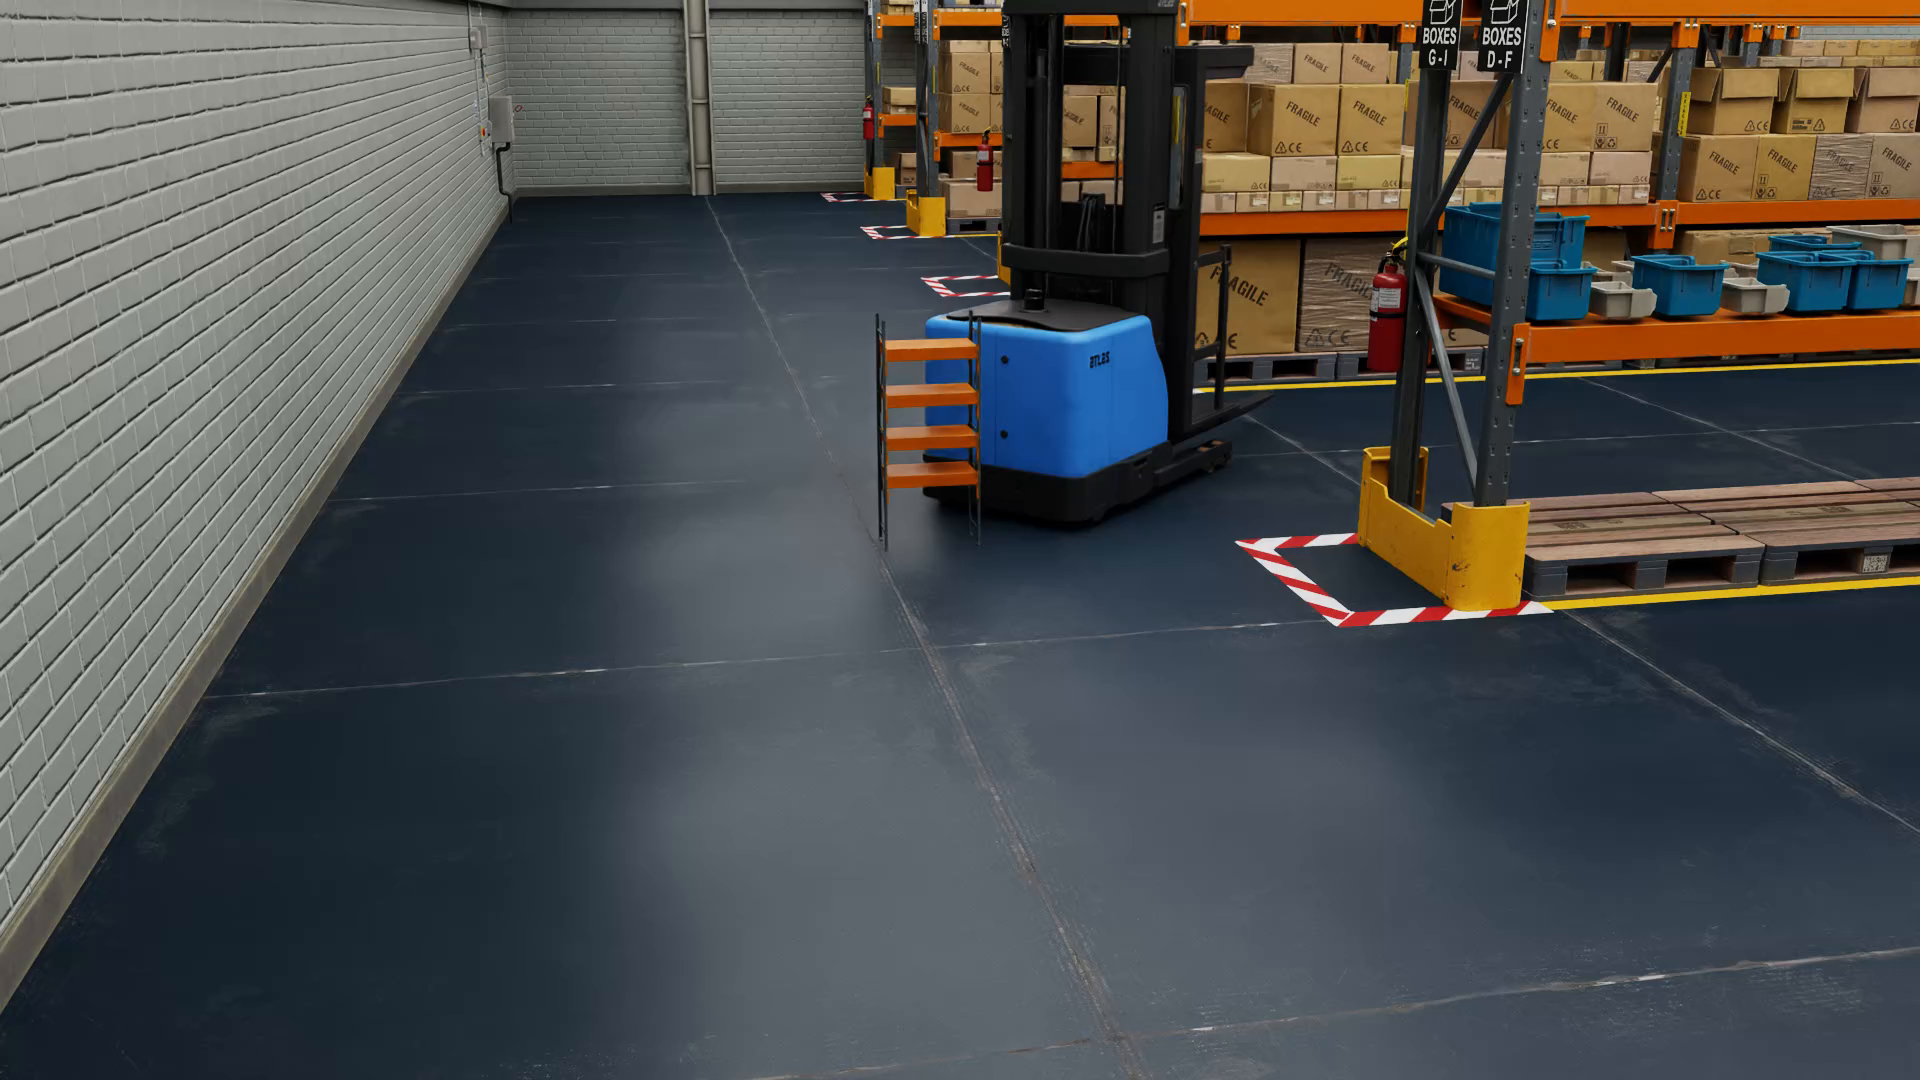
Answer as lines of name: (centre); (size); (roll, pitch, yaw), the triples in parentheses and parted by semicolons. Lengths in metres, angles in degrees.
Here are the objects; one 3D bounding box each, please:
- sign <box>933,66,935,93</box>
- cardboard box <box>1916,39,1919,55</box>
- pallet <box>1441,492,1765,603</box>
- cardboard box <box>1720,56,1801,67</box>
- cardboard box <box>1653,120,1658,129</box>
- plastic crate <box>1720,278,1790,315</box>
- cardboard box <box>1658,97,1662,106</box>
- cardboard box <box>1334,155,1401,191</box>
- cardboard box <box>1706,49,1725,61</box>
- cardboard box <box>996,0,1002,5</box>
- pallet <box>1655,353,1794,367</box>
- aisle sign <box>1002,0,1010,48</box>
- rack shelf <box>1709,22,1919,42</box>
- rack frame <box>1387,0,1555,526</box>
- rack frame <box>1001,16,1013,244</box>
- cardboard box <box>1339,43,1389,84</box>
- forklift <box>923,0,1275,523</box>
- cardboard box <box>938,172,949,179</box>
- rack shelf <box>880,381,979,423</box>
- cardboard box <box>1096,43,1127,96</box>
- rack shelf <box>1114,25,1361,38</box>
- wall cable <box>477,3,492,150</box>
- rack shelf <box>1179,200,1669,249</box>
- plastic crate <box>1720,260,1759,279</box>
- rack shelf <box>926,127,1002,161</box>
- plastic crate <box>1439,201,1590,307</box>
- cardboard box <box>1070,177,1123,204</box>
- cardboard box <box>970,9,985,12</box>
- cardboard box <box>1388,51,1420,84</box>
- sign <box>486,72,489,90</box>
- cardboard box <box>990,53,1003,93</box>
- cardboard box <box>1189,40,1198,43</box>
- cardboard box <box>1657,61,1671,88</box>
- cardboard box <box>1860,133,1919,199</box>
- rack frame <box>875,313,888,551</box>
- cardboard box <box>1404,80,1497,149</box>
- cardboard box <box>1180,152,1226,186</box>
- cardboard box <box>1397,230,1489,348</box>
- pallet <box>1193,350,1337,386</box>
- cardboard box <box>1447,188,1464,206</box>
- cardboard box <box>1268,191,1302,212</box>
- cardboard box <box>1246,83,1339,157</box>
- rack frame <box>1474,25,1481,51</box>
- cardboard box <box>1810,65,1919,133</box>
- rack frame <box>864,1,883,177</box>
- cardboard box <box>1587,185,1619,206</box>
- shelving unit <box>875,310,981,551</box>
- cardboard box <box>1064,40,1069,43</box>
sign: (-0.336, -5.857, 21.161); (0.005, 0.325, 0.100); (-3, 17, -10)
cardboard box: (13.834, -6.949, 23.947); (0.500, 0.500, 0.700); (-3, 17, -11)
pallet: (3.201, 0.018, 8.395); (1.213, 0.211, 1.003); (-3, 17, -10)
cardboard box: (8.900, -5.137, 18.556); (0.500, 0.500, 0.700); (-3, 17, -11)
cardboard box: (7.318, -4.470, 17.967); (0.250, 0.149, 0.380); (-3, 17, -11)
plastic crate: (3.685, -1.134, 7.741); (0.298, 0.136, 0.250); (-3, 17, -10)
cardboard box: (7.559, -4.767, 17.923); (0.250, 0.149, 0.380); (-3, 17, -9)
cardboard box: (2.970, -2.786, 12.521); (0.500, 0.250, 0.500); (-4, 17, -12)
cardboard box: (10.818, -7.010, 24.029); (0.250, 0.149, 0.380); (-3, 17, -11)
cardboard box: (0.610, -8.541, 26.150); (0.500, 0.250, 0.500); (-4, 17, -11)
pallet: (6.115, -1.663, 13.866); (1.213, 0.211, 1.003); (-3, 17, -10)
aisle sign: (0.474, -5.469, 17.081); (0.004, 0.787, 0.394); (-3, 17, -10)
rack shelf: (10.421, -5.791, 18.673); (4.000, 0.370, 1.077); (-3, 17, -10)
rack frame: (2.384, -1.281, 7.872); (0.127, 3.000, 1.000); (-3, 17, -10)
rack frame: (0.603, -4.144, 17.194); (0.127, 3.000, 1.000); (-3, 17, -10)
cardboard box: (4.120, -4.930, 17.376); (0.500, 0.500, 0.500); (-4, 17, -12)
forklift: (1.027, -1.872, 9.916); (1.130, 2.935, 3.031); (11, 20, 32)
cardboard box: (-0.338, -5.853, 26.899); (0.250, 0.149, 0.380); (-4, 18, -13)
rack shelf: (-0.163, -0.714, 8.560); (0.480, 0.148, 0.258); (-3, 17, -10)
cardboard box: (1.588, -4.790, 16.919); (0.500, 0.500, 0.500); (-3, 17, -9)
rack shelf: (4.510, -8.420, 27.233); (4.000, 0.370, 1.077); (-3, 17, -10)
wall cable: (-6.248, -6.138, 21.957); (0.122, 1.984, 0.588); (-3, 17, -10)
rack shelf: (3.408, -2.476, 12.989); (4.000, 0.370, 1.077); (-3, 17, -10)
plastic crate: (3.994, -1.337, 8.403); (0.250, 0.136, 0.298); (-3, 17, -10)
rack shelf: (1.528, -5.333, 22.290); (4.000, 0.370, 1.077); (-3, 17, -10)
plastic crate: (2.677, -1.399, 8.094); (0.499, 0.435, 0.616); (-3, 17, -10)
cardboard box: (1.976, -4.710, 22.686); (0.875, 0.438, 0.875); (-4, 17, -12)
cardboard box: (0.235, -8.324, 26.124); (0.250, 0.149, 0.380); (-3, 17, -11)
cardboard box: (5.970, -6.376, 22.587); (0.500, 0.500, 0.500); (-3, 17, -10)
sign: (-6.416, -6.225, 22.565); (0.001, 0.242, 0.339); (-3, 17, -10)
cardboard box: (0.596, -6.066, 21.580); (0.500, 0.500, 0.500); (-4, 17, -12)
cardboard box: (2.970, -6.532, 21.990); (0.250, 0.149, 0.380); (-3, 17, -9)
cardboard box: (9.942, -6.477, 23.400); (0.500, 0.500, 0.500); (-3, 17, -9)
cardboard box: (7.362, -3.019, 13.361); (0.500, 0.500, 0.500); (-3, 17, -9)
rack frame: (-0.402, -0.551, 8.561); (0.015, 1.200, 0.240); (-3, 17, -10)
cardboard box: (3.858, -3.352, 13.087); (0.500, 0.500, 0.500); (-4, 17, -12)
cardboard box: (1.870, -2.882, 12.836); (0.500, 0.250, 0.500); (-4, 17, -11)
cardboard box: (3.825, -2.052, 13.289); (0.875, 0.875, 0.875); (-3, 17, -10)
pallet: (2.215, -1.442, 13.149); (1.213, 0.211, 1.003); (-3, 17, -10)
cardboard box: (3.623, -2.614, 12.642); (0.250, 0.149, 0.380); (-3, 17, -10)
cardboard box: (2.358, -2.542, 12.407); (0.250, 0.149, 0.380); (-4, 17, -12)
cardboard box: (2.458, -3.114, 12.313); (0.500, 0.500, 0.500); (-4, 17, -12)
rack frame: (7.419, -6.011, 23.273); (0.127, 3.000, 1.000); (-3, 17, -10)
cardboard box: (7.281, -3.570, 13.449); (0.637, 0.503, 0.797); (-3, 17, -9)
rack frame: (-1.381, -6.996, 26.480); (0.127, 3.000, 1.000); (-3, 17, -10)
cardboard box: (4.881, -2.685, 12.873); (0.250, 0.149, 0.380); (-3, 17, -9)
shelving unit: (-0.163, -0.564, 8.606); (0.503, 1.200, 0.258); (-3, 17, -10)
cardboard box: (1.242, -6.409, 21.591); (0.250, 0.149, 0.380); (-3, 17, -10)
